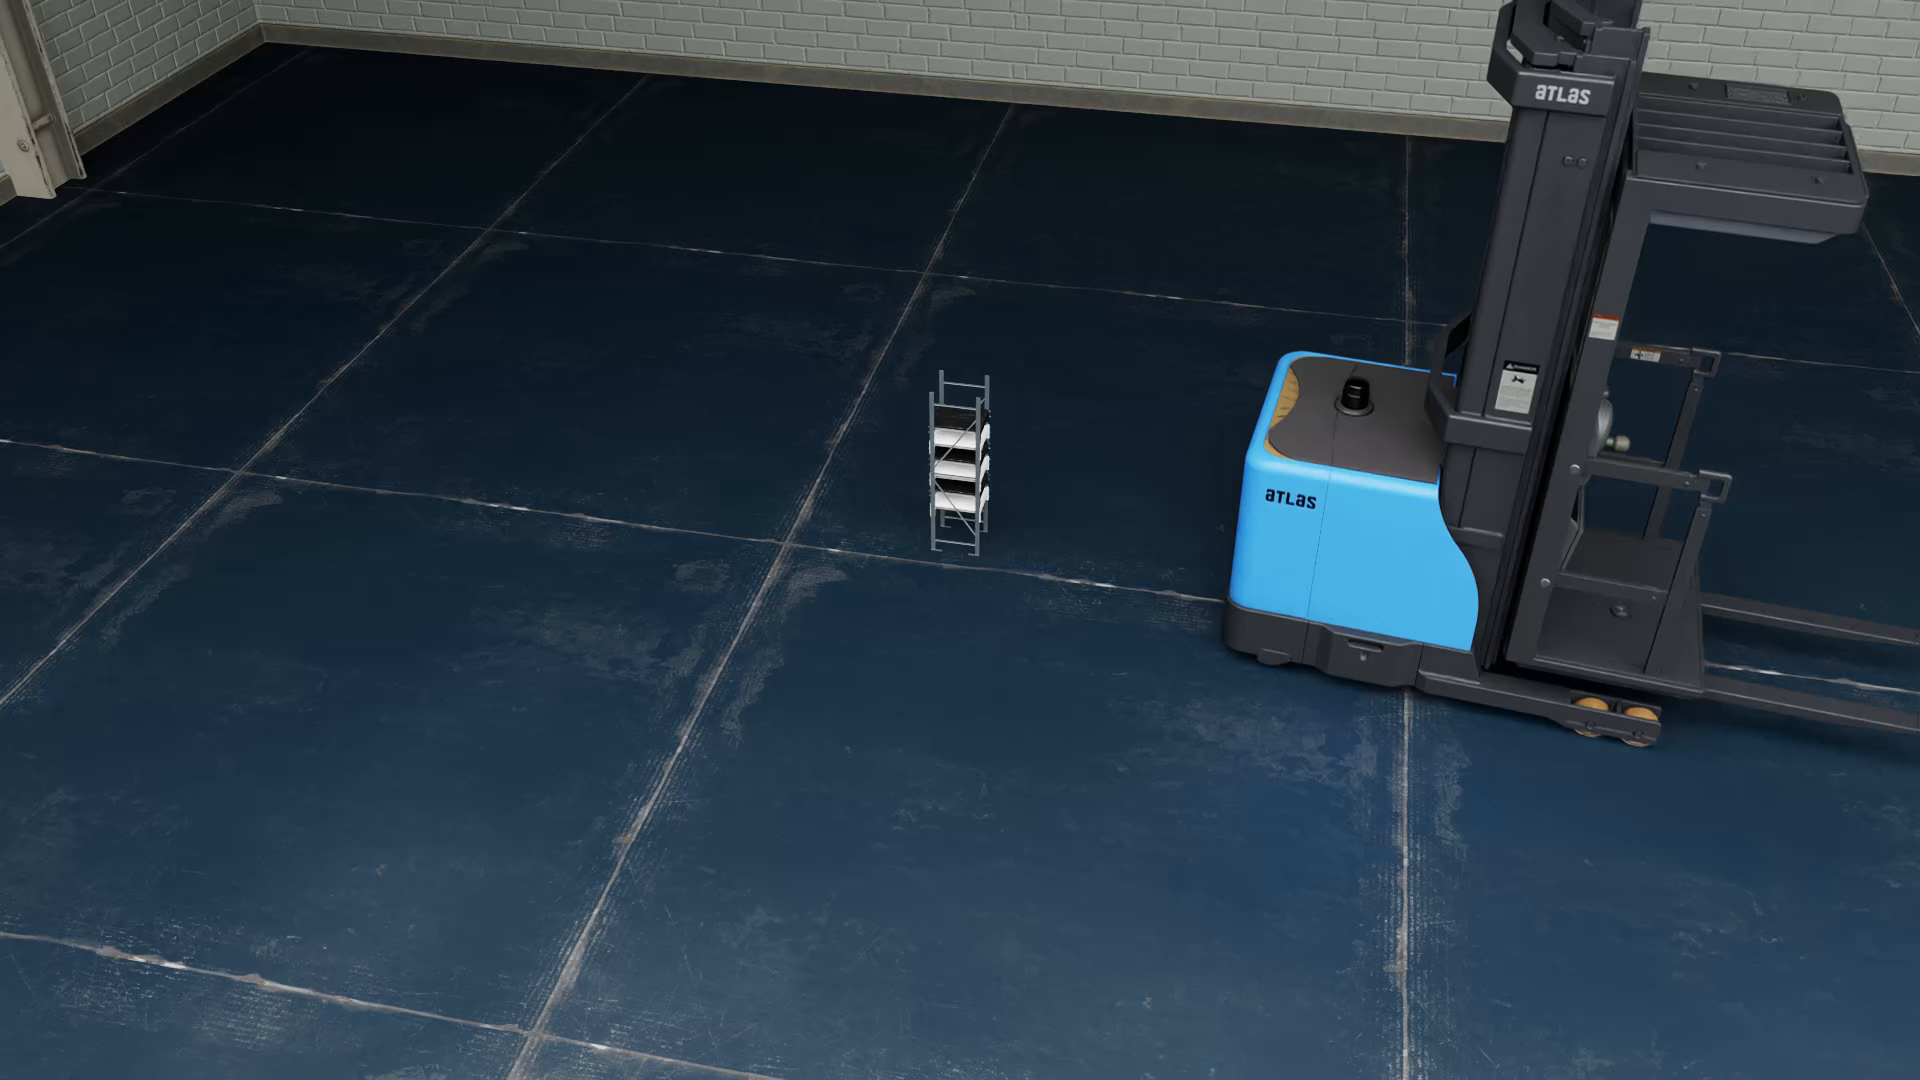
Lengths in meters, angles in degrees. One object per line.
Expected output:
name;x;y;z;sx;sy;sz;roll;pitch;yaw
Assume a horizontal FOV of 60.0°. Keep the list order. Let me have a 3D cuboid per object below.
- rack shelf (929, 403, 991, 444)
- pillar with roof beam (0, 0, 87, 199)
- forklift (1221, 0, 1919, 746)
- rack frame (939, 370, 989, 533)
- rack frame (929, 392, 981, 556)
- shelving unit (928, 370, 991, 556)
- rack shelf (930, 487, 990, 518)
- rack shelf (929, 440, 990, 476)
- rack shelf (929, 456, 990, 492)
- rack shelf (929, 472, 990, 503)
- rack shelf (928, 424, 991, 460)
rack shelf;-0.002;-0.551;7.841;0.258;0.077;0.200;7;37;10
pillar with roof beam;-2.187;-5.596;8.304;9.100;9.000;0.400;7;37;10
forklift;2.757;-0.664;6.669;3.031;2.935;1.130;11;37;15
rack frame;0.020;-0.418;8.060;0.240;0.900;0.006;7;37;10
rack frame;-0.023;-0.301;7.899;0.240;0.900;0.006;7;37;10
shelving unit;-0.002;-0.360;7.980;0.258;0.900;0.210;7;37;10
rack shelf;-0.002;-0.187;8.105;0.258;0.077;0.200;7;37;10
rack shelf;-0.002;-0.406;7.946;0.258;0.077;0.200;7;37;10
rack shelf;-0.002;-0.333;7.999;0.258;0.077;0.200;7;37;10
rack shelf;-0.002;-0.260;8.052;0.258;0.077;0.200;7;37;10
rack shelf;-0.002;-0.478;7.893;0.258;0.077;0.200;7;37;10
